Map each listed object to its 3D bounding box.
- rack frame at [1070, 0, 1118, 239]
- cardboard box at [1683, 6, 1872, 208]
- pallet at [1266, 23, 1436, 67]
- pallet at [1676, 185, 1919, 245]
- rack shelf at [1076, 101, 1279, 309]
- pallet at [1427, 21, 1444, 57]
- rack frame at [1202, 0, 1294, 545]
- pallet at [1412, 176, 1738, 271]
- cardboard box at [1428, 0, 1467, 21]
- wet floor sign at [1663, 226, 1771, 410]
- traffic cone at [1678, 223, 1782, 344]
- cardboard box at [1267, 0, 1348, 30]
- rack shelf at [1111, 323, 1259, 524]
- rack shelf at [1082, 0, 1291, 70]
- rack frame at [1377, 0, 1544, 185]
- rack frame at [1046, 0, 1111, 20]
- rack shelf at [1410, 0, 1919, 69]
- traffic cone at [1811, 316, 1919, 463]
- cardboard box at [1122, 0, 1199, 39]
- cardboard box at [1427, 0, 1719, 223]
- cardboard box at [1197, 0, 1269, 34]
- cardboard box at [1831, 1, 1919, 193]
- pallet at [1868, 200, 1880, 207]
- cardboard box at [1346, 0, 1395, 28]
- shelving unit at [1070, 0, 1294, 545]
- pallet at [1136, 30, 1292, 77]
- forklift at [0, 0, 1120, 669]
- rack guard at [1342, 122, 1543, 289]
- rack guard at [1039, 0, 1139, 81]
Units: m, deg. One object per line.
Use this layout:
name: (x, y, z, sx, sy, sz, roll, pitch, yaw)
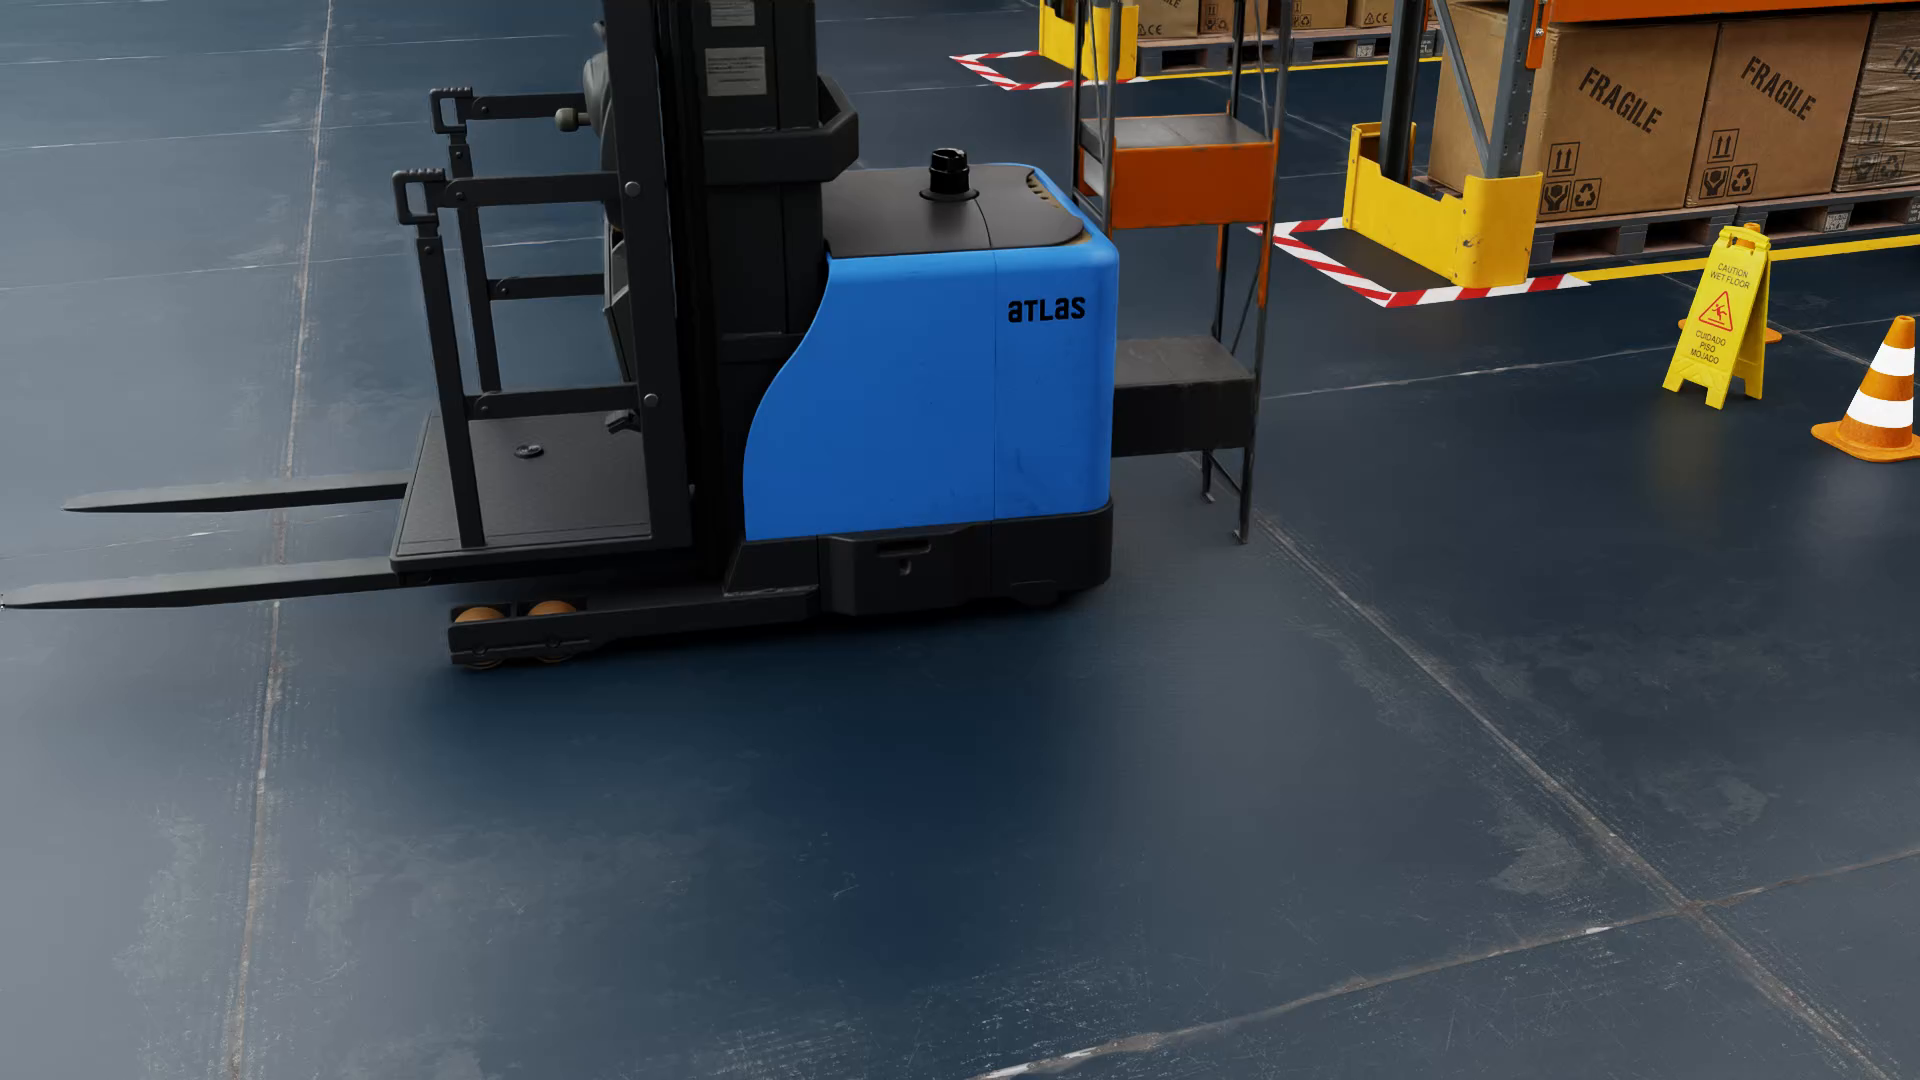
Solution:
rack frame: (0.377, -0.970, 4.843, 0.015, 2.100, 0.400, -5, 27, -10)
cardboard box: (3.761, -2.227, 8.281, 0.875, 0.875, 0.875, -9, 28, -17)
pallet: (2.874, -3.884, 12.835, 1.213, 0.211, 1.003, -8, 28, -16)
pallet: (4.194, -1.808, 8.655, 1.213, 0.211, 1.003, -8, 28, -16)
rack shelf: (0.616, -0.979, 4.891, 0.480, 0.518, 0.431, -5, 27, -10)
pallet: (4.036, -4.053, 13.177, 1.213, 0.211, 1.003, -8, 28, -16)
rack frame: (0.856, -1.012, 4.926, 0.015, 2.100, 0.400, -5, 27, -10)
pallet: (3.036, -1.642, 8.320, 1.213, 0.211, 1.003, -8, 28, -16)
cardboard box: (3.729, -4.358, 12.993, 0.500, 0.500, 0.500, 0, 26, 0)
wet floor sign: (2.886, -0.852, 6.241, 0.232, 0.644, 0.267, -13, 29, -25)
traffic cone: (3.245, -1.084, 6.913, 0.334, 0.463, 0.336, -8, 28, -16)
cardboard box: (2.618, -4.181, 12.638, 0.500, 0.500, 0.500, -6, 27, -11)
rack shelf: (0.616, -0.352, 5.202, 0.480, 0.518, 0.431, -5, 27, -10)
rack shelf: (0.616, -1.606, 4.579, 0.480, 0.518, 0.431, -5, 27, -10)
rack frame: (2.300, -2.748, 7.411, 0.127, 3.000, 1.000, -8, 28, -16)
rack frame: (0.861, -4.859, 11.664, 0.127, 3.000, 1.000, -8, 28, -16)
rack shelf: (4.202, -2.701, 8.126, 4.000, 0.370, 1.077, -8, 28, -16)
traffic cone: (3.272, -0.560, 5.857, 0.334, 0.463, 0.336, -8, 28, -16)
cardboard box: (1.459, -4.006, 12.285, 0.500, 0.500, 0.500, -3, 27, -7)
cardboard box: (2.925, -2.105, 8.035, 0.875, 0.875, 0.875, -8, 28, -16)
cardboard box: (2.017, -4.103, 12.480, 0.500, 0.500, 0.500, -1, 26, -3)
cardboard box: (4.628, -2.352, 8.532, 0.875, 0.875, 0.875, -8, 28, -16)
pallet: (5.357, -1.978, 8.997, 1.213, 0.211, 1.003, -8, 28, -16)
cardboard box: (3.163, -4.239, 12.754, 0.500, 0.500, 0.500, -11, 28, -21)
shelving unit: (0.616, -0.991, 4.885, 0.503, 2.100, 0.431, -5, 27, -10)
pallet: (1.716, -3.717, 12.500, 1.213, 0.211, 1.003, -8, 28, -16)
forklift: (-1.126, -1.215, 4.402, 3.031, 2.935, 1.130, -5, 27, -10)
rack guard: (2.278, -1.625, 7.961, 0.348, 0.500, 1.175, -8, 28, -16)
rack guard: (0.933, -3.750, 12.241, 0.348, 0.500, 1.175, -8, 28, -16)
